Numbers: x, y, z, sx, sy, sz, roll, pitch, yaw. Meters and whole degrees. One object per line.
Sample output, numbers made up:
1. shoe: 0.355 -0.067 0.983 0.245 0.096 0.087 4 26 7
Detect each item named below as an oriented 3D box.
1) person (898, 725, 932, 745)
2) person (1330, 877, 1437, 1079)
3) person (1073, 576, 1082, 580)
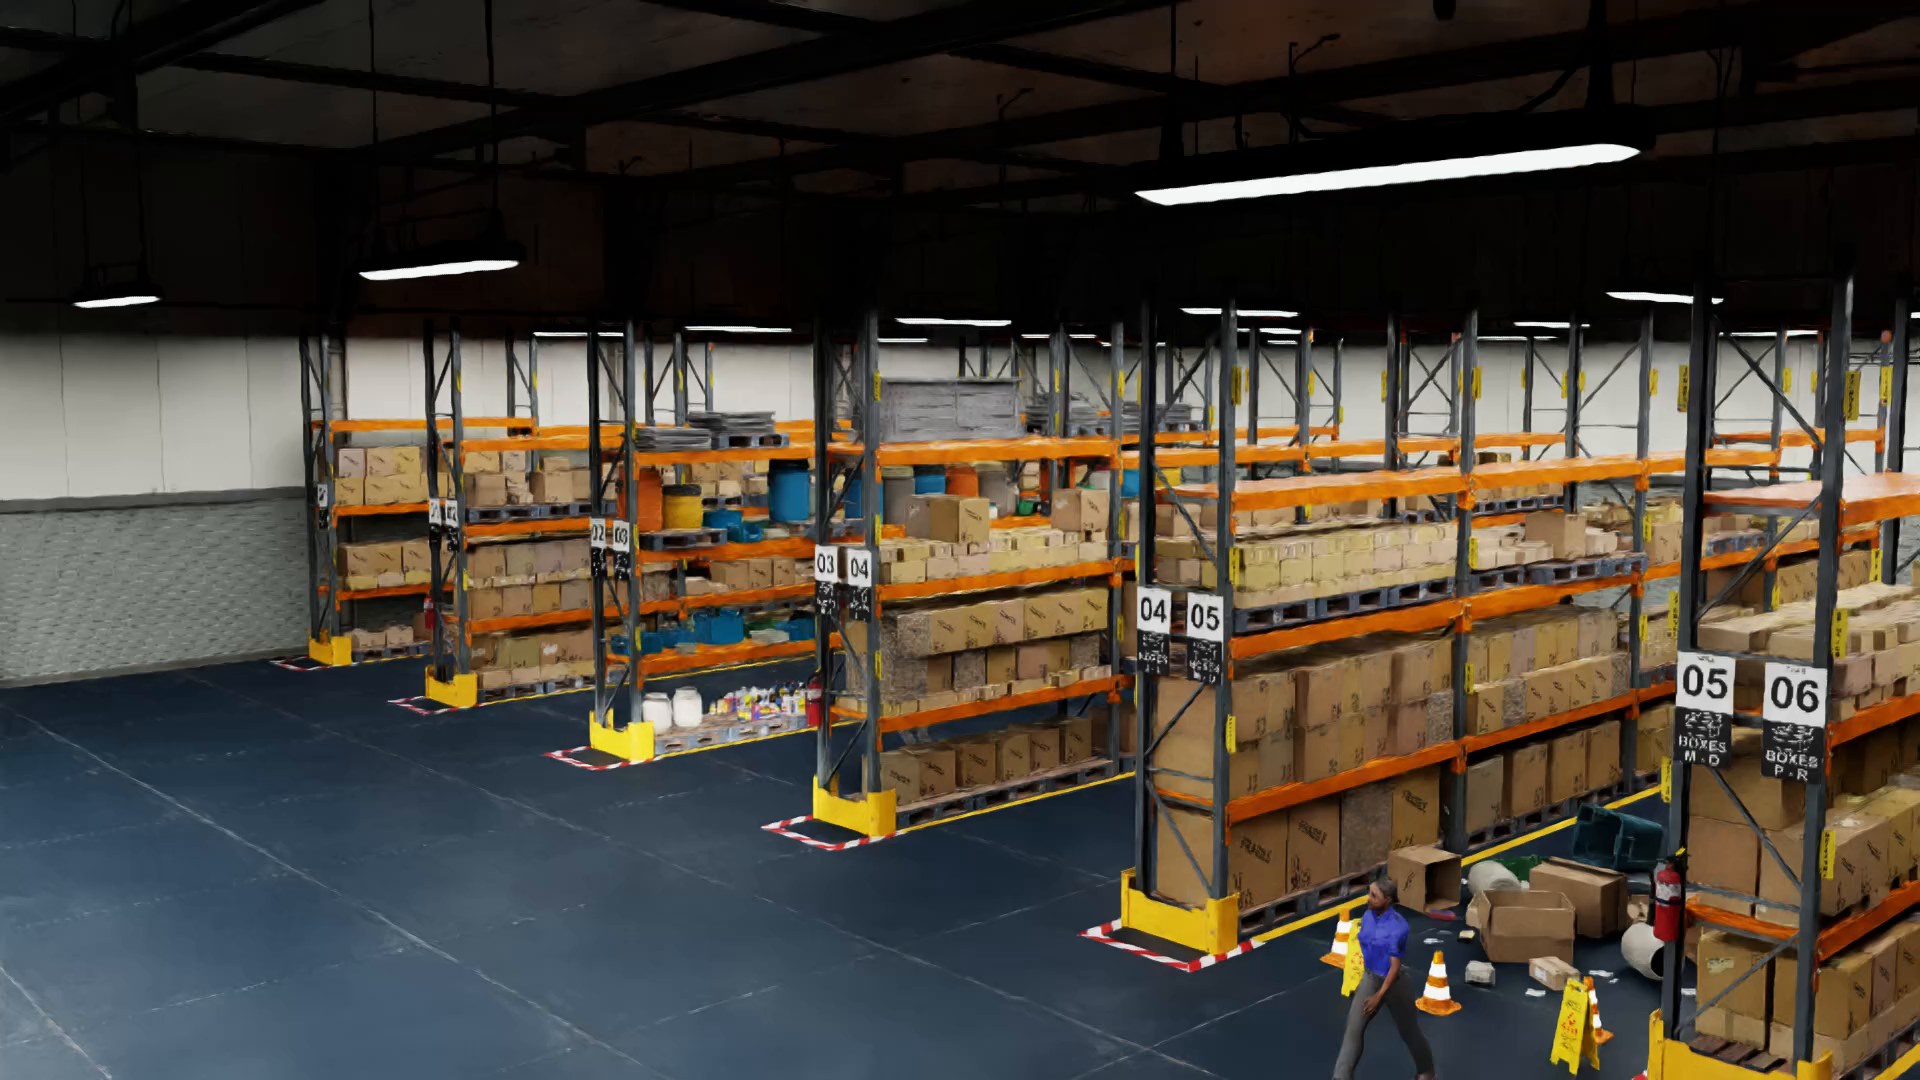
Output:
1. person: -0.591 2.150 21.921 0.639 1.632 0.498 6 8 45
2. person: 3.003 3.167 11.819 0.990 1.585 0.444 -4 7 -33
3. person: 2.465 0.879 33.888 1.044 1.736 0.564 -6 8 -44
